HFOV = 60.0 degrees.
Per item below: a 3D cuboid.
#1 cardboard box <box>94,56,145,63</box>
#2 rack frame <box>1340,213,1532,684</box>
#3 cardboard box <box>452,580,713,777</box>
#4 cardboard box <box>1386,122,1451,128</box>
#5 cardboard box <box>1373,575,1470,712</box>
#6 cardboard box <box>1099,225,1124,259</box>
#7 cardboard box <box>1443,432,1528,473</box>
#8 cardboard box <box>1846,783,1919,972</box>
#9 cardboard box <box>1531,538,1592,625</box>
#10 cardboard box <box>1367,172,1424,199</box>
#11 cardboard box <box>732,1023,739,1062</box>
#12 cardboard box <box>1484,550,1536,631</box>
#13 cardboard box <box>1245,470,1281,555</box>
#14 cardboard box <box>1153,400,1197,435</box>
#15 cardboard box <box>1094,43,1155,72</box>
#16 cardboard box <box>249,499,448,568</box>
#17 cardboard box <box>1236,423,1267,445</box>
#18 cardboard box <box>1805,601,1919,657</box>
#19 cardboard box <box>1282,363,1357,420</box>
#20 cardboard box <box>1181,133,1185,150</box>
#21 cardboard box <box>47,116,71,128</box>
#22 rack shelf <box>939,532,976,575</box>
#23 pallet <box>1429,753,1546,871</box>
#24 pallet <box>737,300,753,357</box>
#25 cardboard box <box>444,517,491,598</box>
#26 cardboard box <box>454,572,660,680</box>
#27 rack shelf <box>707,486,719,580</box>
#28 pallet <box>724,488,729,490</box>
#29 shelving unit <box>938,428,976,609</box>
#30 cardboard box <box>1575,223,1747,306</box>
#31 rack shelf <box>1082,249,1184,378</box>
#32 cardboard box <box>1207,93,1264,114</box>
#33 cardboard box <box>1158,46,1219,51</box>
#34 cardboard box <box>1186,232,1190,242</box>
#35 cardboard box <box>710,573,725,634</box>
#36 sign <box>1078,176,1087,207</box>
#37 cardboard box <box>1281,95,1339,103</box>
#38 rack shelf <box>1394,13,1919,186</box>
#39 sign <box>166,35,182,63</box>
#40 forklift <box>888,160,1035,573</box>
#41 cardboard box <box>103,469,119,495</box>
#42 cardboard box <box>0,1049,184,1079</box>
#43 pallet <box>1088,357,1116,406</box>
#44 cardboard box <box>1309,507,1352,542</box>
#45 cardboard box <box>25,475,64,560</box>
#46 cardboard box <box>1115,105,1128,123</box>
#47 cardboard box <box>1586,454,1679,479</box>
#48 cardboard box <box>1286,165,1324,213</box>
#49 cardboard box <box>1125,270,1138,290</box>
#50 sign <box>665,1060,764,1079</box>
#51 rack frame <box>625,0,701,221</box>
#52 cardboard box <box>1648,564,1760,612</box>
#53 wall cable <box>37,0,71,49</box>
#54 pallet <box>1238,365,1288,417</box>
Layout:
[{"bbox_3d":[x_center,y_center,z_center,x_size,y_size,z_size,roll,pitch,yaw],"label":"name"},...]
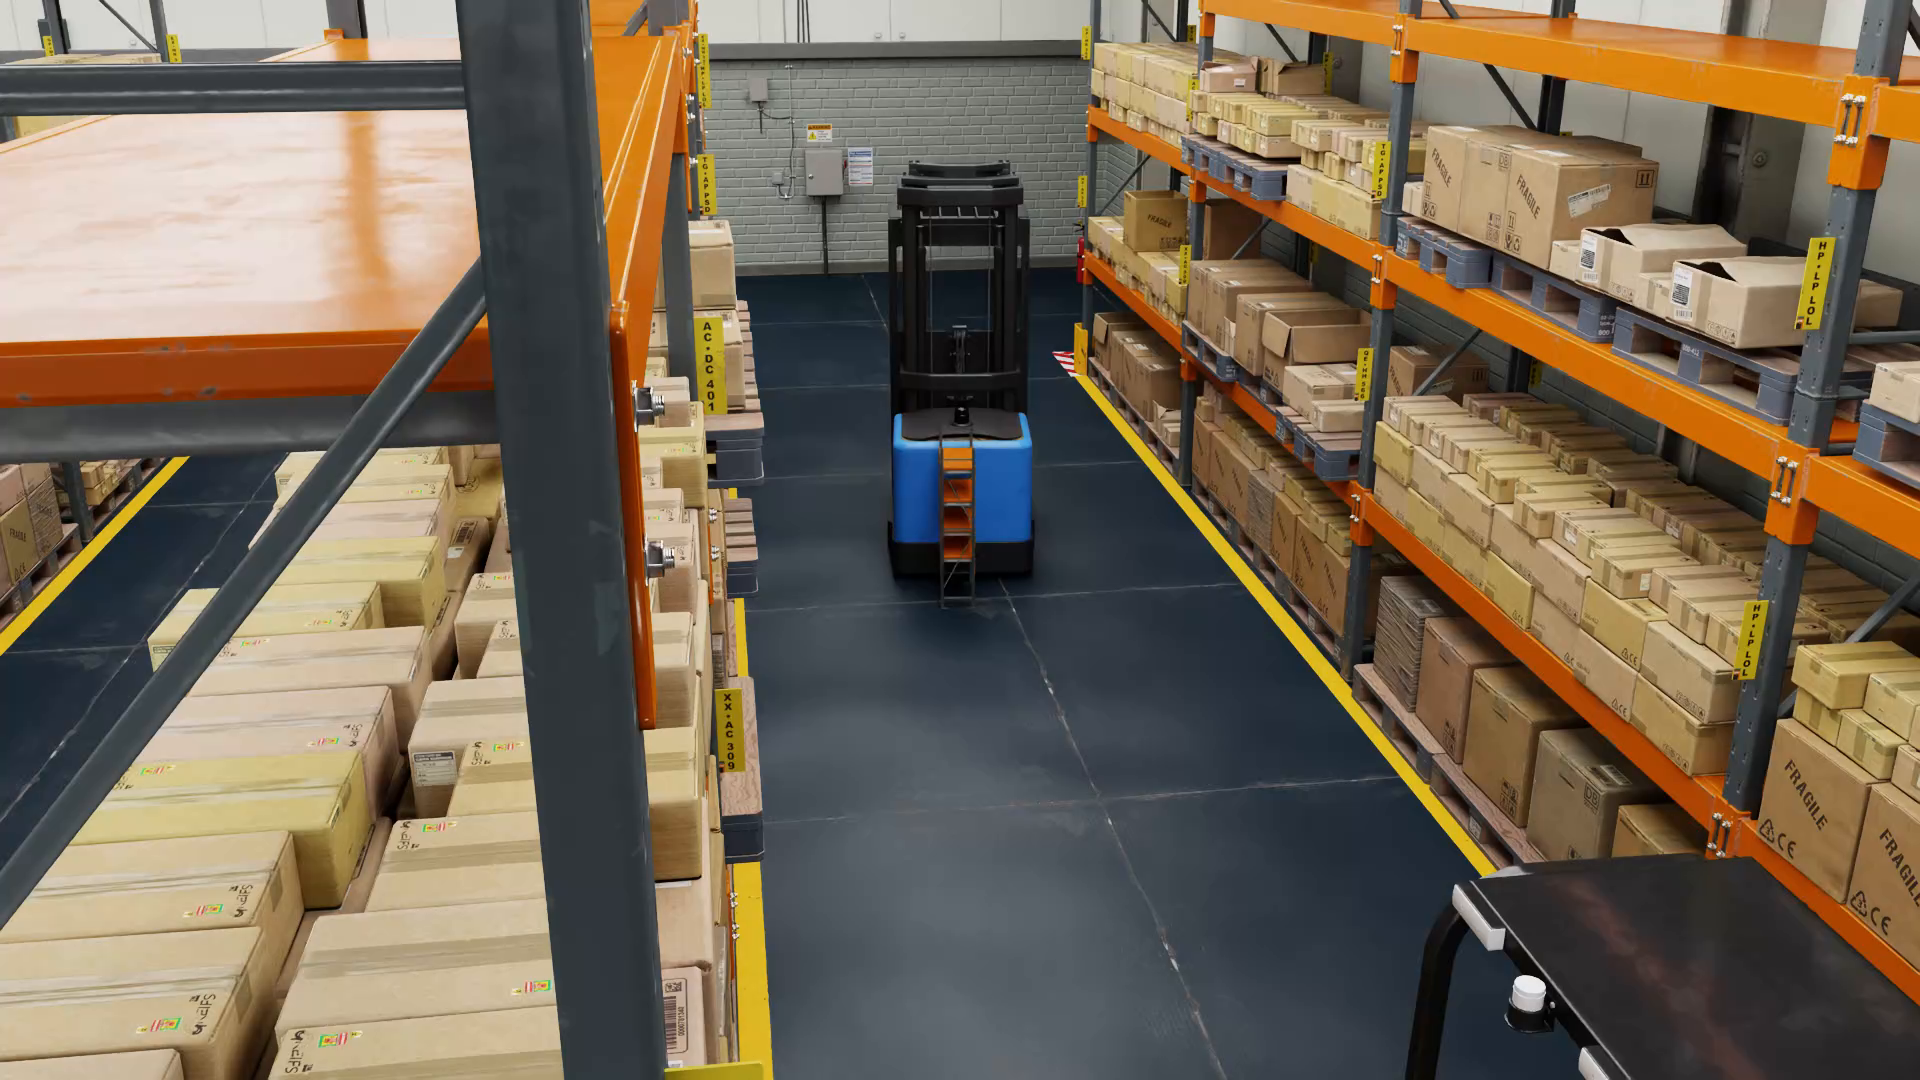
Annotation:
[{"bbox_3d":[-7.667,-4.325,15.153,0.380,0.149,0.250,-3,21,-7],"label":"cardboard box"},{"bbox_3d":[2.983,-0.525,10.336,1.000,3.000,0.127,-3,21,-8],"label":"rack frame"},{"bbox_3d":[-0.800,0.303,3.619,0.500,0.250,0.500,-2,21,-7],"label":"cardboard box"},{"bbox_3d":[3.047,-2.680,11.038,0.380,0.149,0.250,-3,21,-8],"label":"cardboard box"},{"bbox_3d":[3.059,0.607,10.098,0.875,0.625,0.625,-2,21,-6],"label":"cardboard box"},{"bbox_3d":[1.702,-3.019,16.802,0.500,0.250,0.500,-3,21,-7],"label":"cardboard box"},{"bbox_3d":[2.890,-0.481,9.147,0.380,0.149,0.250,-3,21,-7],"label":"cardboard box"},{"bbox_3d":[3.457,1.159,5.683,0.500,0.500,0.500,-3,21,-7],"label":"cardboard box"},{"bbox_3d":[3.087,0.183,7.938,0.500,0.250,0.500,-3,21,-7],"label":"cardboard box"},{"bbox_3d":[2.694,-2.158,10.064,0.380,0.149,0.250,-2,21,-7],"label":"cardboard box"},{"bbox_3d":[-1.001,2.042,5.718,0.500,0.500,0.500,-3,21,-9],"label":"cardboard box"},{"bbox_3d":[3.027,0.243,8.493,0.500,0.250,0.500,-2,21,-6],"label":"cardboard box"},{"bbox_3d":[2.476,-0.221,12.492,0.500,0.500,0.500,-4,21,-10],"label":"cardboard box"},{"bbox_3d":[1.984,-1.128,15.257,0.396,0.266,0.258,-2,21,-6],"label":"cardboard box"},{"bbox_3d":[1.645,-4.837,16.669,0.500,0.250,0.500,-3,21,-8],"label":"cardboard box"},{"bbox_3d":[-1.387,0.024,3.798,0.380,0.149,0.250,-3,21,-9],"label":"cardboard box"},{"bbox_3d":[2.413,-0.828,13.191,0.380,0.149,0.250,-3,21,-9],"label":"cardboard box"},{"bbox_3d":[3.721,0.376,6.852,0.380,0.149,0.250,-3,21,-9],"label":"cardboard box"},{"bbox_3d":[2.511,-1.001,11.223,0.500,0.250,0.500,-4,21,-10],"label":"cardboard box"},{"bbox_3d":[2.062,-3.307,13.856,0.380,0.149,0.250,-3,21,-8],"label":"cardboard box"},{"bbox_3d":[-7.288,-3.295,12.963,0.500,0.250,0.500,-3,21,-8],"label":"cardboard box"},{"bbox_3d":[-0.022,0.093,12.013,0.258,0.148,0.480,-1,20,-1],"label":"rack shelf"},{"bbox_3d":[3.236,1.489,8.927,1.003,0.211,1.213,-3,21,-8],"label":"pallet"},{"bbox_3d":[-1.488,-0.784,7.010,1.213,0.211,1.003,-3,21,-8],"label":"pallet"},{"bbox_3d":[-1.416,0.155,4.016,0.500,0.250,0.500,-3,21,-7],"label":"cardboard box"},{"bbox_3d":[-0.813,0.173,3.398,0.380,0.149,0.250,-2,21,-7],"label":"cardboard box"},{"bbox_3d":[-1.640,-0.650,7.409,1.077,0.370,4.000,-3,21,-8],"label":"rack shelf"},{"bbox_3d":[-2.537,-0.620,14.574,1.003,0.211,1.213,-3,21,-8],"label":"pallet"},{"bbox_3d":[-0.022,-0.156,11.920,0.258,1.200,0.503,-1,20,-1],"label":"shelving unit"},{"bbox_3d":[3.104,-1.252,7.377,0.500,0.311,0.500,-4,21,-10],"label":"cardboard box"},{"bbox_3d":[2.118,-2.266,16.024,1.077,0.370,4.000,-3,21,-8],"label":"rack shelf"},{"bbox_3d":[2.124,-3.367,12.846,0.380,0.149,0.250,-3,21,-7],"label":"cardboard box"},{"bbox_3d":[2.244,-4.684,16.257,0.500,0.250,0.500,-4,21,-9],"label":"cardboard box"},{"bbox_3d":[2.299,-2.868,16.398,0.500,0.250,0.500,-2,21,-6],"label":"cardboard box"},{"bbox_3d":[-1.069,0.244,6.181,0.380,0.149,0.250,-3,21,-8],"label":"cardboard box"},{"bbox_3d":[1.293,-3.673,17.527,0.100,0.325,0.005,-3,21,-8],"label":"sign"},{"bbox_3d":[2.669,-3.309,12.692,0.380,0.149,0.250,-3,21,-9],"label":"cardboard box"},{"bbox_3d":[3.271,-2.119,7.628,1.077,0.370,4.000,-3,21,-8],"label":"rack shelf"},{"bbox_3d":[-7.413,-4.600,15.693,0.100,0.325,0.005,-3,21,-8],"label":"sign"},{"bbox_3d":[-0.016,-1.592,13.289,1.130,2.935,3.031,-1,20,-1],"label":"forklift"},{"bbox_3d":[-7.161,-0.470,13.661,0.380,0.149,0.250,-2,21,-6],"label":"cardboard box"},{"bbox_3d":[-1.116,0.733,1.899,0.380,0.149,0.250,-3,21,-7],"label":"cardboard box"},{"bbox_3d":[1.957,-1.687,17.431,1.003,0.211,1.213,-3,21,-8],"label":"pallet"},{"bbox_3d":[2.591,-0.106,11.259,0.380,0.149,0.250,-4,21,-11],"label":"cardboard box"},{"bbox_3d":[-7.033,-0.156,12.320,0.500,0.500,0.500,-3,21,-9],"label":"cardboard box"},{"bbox_3d":[1.709,-4.100,15.978,0.380,0.149,0.250,-3,21,-8],"label":"cardboard box"},{"bbox_3d":[3.539,-0.338,8.764,0.380,0.149,0.250,-3,21,-9],"label":"cardboard box"},{"bbox_3d":[2.523,-2.373,11.210,0.500,0.250,0.500,-3,21,-8],"label":"cardboard box"},{"bbox_3d":[1.800,-2.511,16.012,0.380,0.149,0.250,-2,21,-7],"label":"cardboard box"},{"bbox_3d":[-0.238,0.654,1.642,0.100,0.325,0.005,-3,21,-8],"label":"sign"},{"bbox_3d":[-1.928,-3.084,8.613,1.000,3.000,0.127,-3,21,-8],"label":"rack frame"},{"bbox_3d":[3.252,0.226,7.254,0.380,0.149,0.250,-3,21,-8],"label":"cardboard box"},{"bbox_3d":[-10.292,-8.993,19.835,2.277,5.999,0.120,-3,21,-8],"label":"wall cable"},{"bbox_3d":[2.698,-1.109,12.172,1.003,0.211,1.213,-3,21,-8],"label":"pallet"}]
